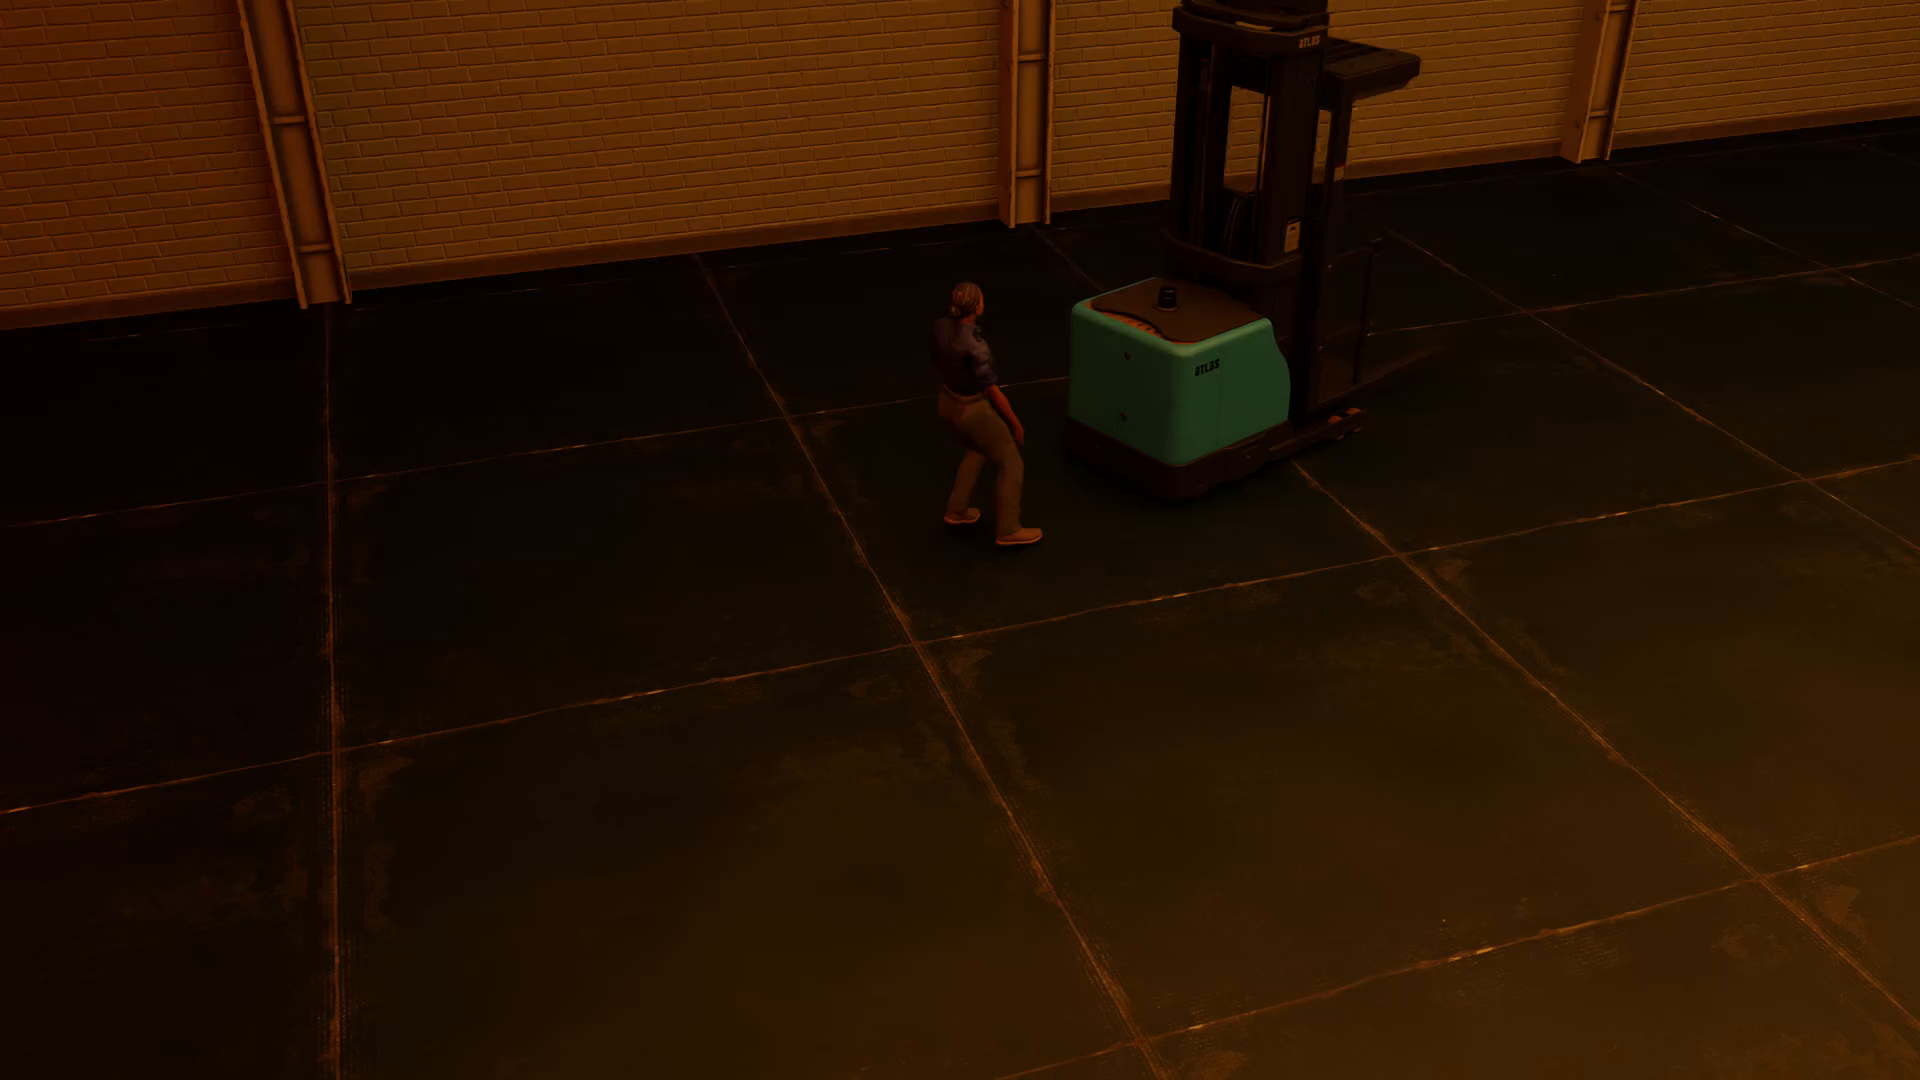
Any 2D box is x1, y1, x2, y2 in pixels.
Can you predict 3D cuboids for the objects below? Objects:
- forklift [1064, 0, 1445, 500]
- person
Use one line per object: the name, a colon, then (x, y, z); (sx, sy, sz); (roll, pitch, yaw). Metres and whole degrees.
forklift: (2.137, -2.118, 10.768); (3.031, 2.935, 1.130); (-23, 37, -34)
person: (0.135, -0.758, 9.673); (0.479, 1.604, 0.655); (-19, 35, -29)
